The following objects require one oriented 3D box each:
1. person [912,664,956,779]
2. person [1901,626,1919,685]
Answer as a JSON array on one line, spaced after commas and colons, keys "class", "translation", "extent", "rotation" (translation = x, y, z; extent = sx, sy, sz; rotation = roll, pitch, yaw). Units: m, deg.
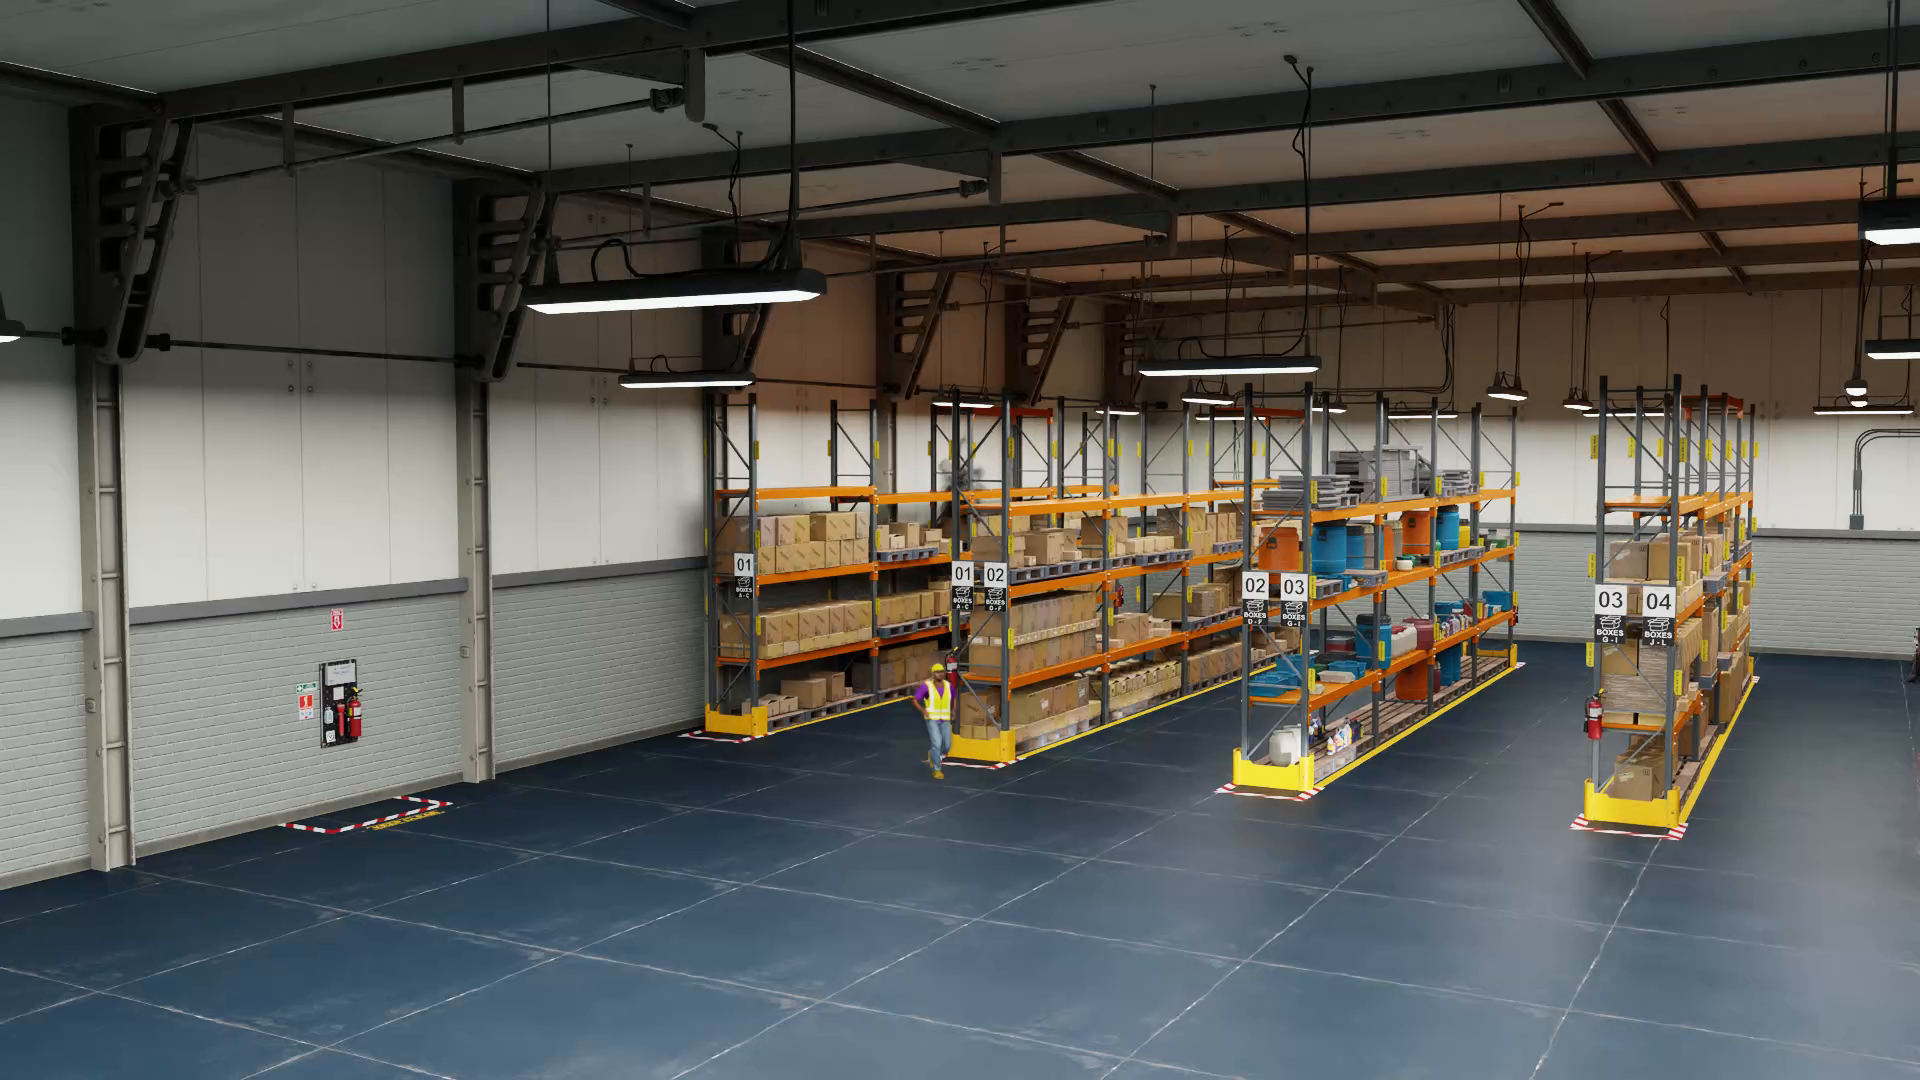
[{"class": "person", "translation": [-0.365, 2.768, 25.575], "extent": [0.746, 1.744, 0.625], "rotation": [-1, 3, -21]}, {"class": "person", "translation": [20.560, 2.257, 35.212], "extent": [0.909, 1.708, 0.688], "rotation": [0, 3, 2]}]
